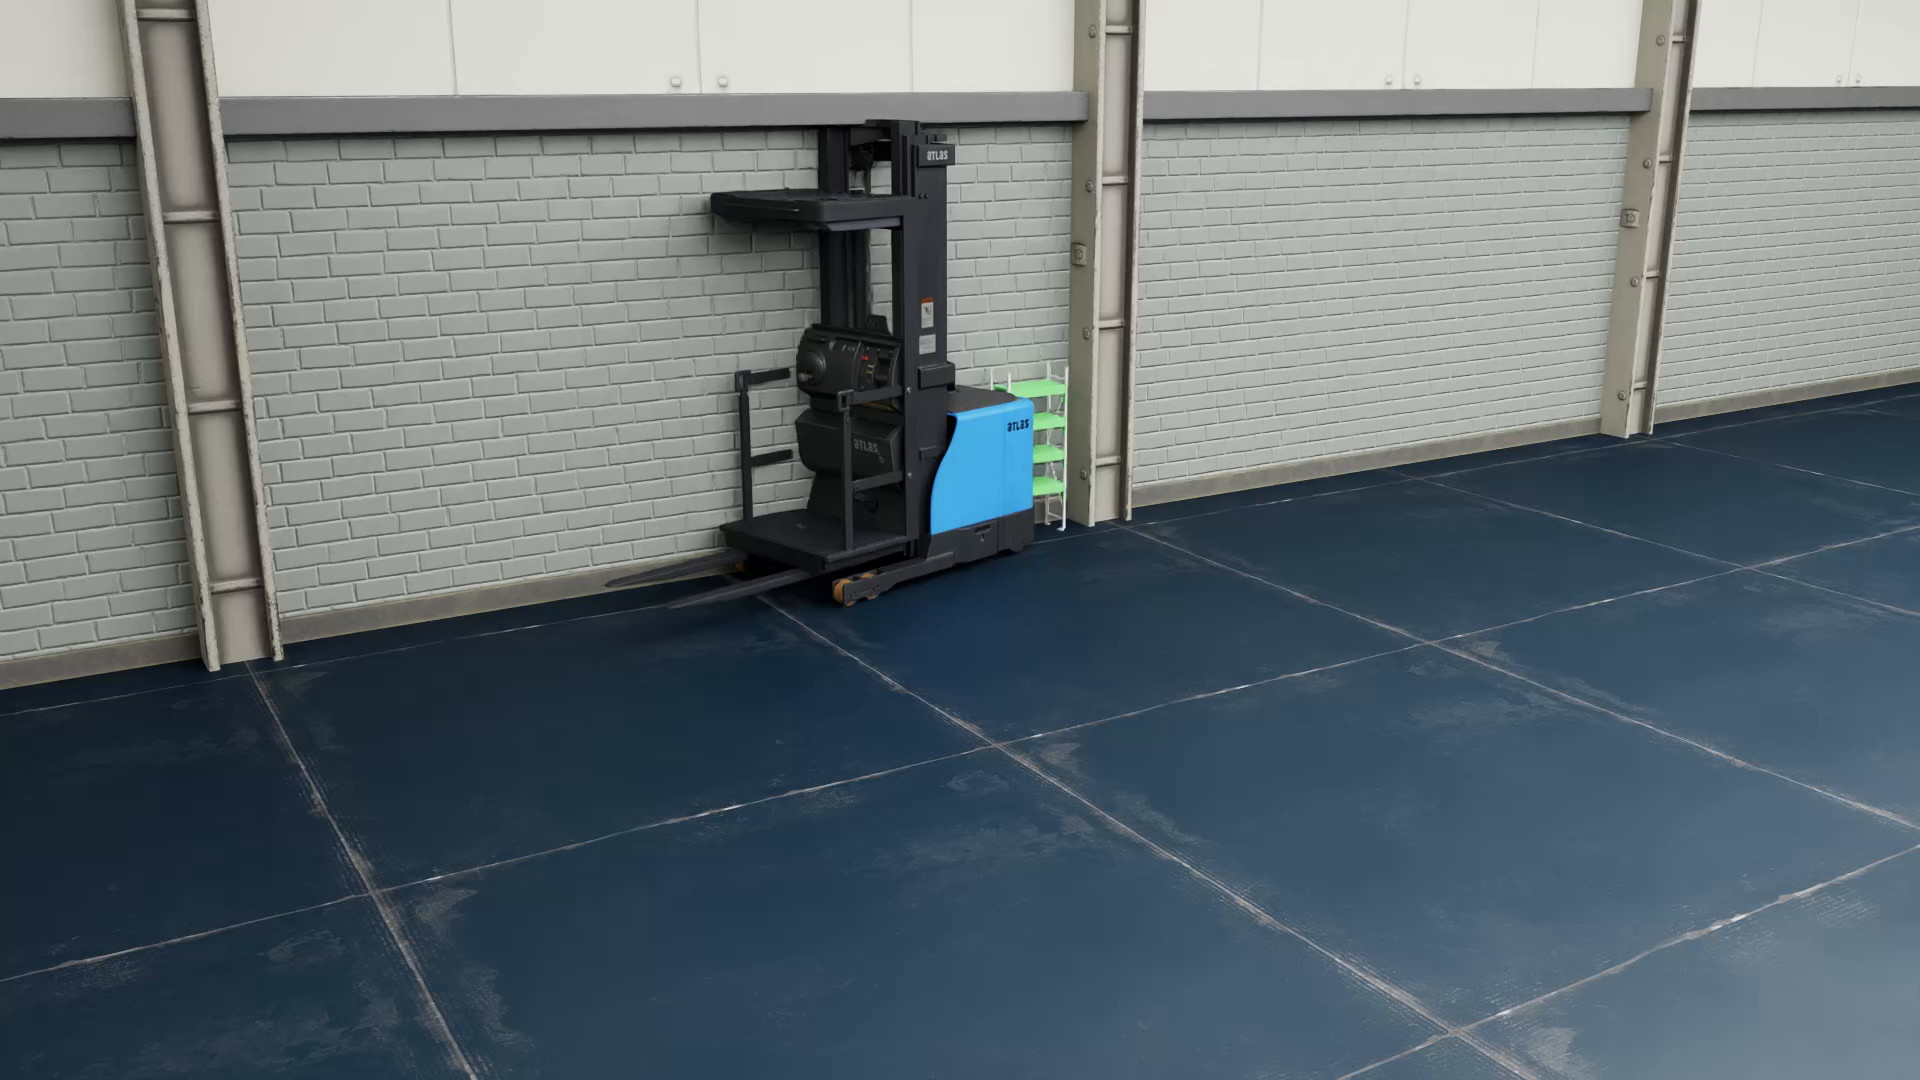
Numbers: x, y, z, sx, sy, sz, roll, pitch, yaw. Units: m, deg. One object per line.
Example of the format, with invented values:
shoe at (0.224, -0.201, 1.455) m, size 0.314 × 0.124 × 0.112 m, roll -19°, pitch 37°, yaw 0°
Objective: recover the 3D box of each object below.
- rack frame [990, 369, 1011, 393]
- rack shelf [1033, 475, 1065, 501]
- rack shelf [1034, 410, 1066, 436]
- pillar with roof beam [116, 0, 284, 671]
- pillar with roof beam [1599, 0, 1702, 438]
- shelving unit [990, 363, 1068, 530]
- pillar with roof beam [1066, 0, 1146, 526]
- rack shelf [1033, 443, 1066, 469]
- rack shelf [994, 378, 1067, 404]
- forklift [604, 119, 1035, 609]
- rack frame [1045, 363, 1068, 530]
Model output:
rack frame at (0.284, -0.608, 11.856) m, size 0.015 × 1.200 × 0.240 m, roll -9°, pitch 18°, yaw -30°
rack shelf at (0.492, -0.350, 12.061) m, size 0.480 × 0.148 × 0.258 m, roll -9°, pitch 18°, yaw -30°
rack shelf at (0.492, -0.812, 11.931) m, size 0.480 × 0.148 × 0.258 m, roll -9°, pitch 18°, yaw -30°
pillar with roof beam at (-1.887, -2.665, 4.744) m, size 0.400 × 9.000 × 9.100 m, roll -9°, pitch 18°, yaw -30°
pillar with roof beam at (8.400, -4.333, 10.695) m, size 0.400 × 9.000 × 9.100 m, roll -9°, pitch 18°, yaw -30°
shelving unit at (0.492, -0.642, 11.979) m, size 0.503 × 1.200 × 0.258 m, roll -9°, pitch 18°, yaw -30°
pillar with roof beam at (3.257, -3.499, 7.720) m, size 0.400 × 9.000 × 9.100 m, roll -9°, pitch 18°, yaw -30°
rack shelf at (0.492, -0.581, 11.996) m, size 0.480 × 0.148 × 0.258 m, roll -9°, pitch 18°, yaw -30°
rack shelf at (0.492, -1.043, 11.866) m, size 0.480 × 0.148 × 0.258 m, roll -9°, pitch 18°, yaw -30°
forklift at (-0.869, -1.154, 10.596) m, size 1.130 × 2.935 × 3.031 m, roll 15°, pitch 21°, yaw 42°
rack frame at (0.700, -0.677, 12.101) m, size 0.015 × 1.200 × 0.240 m, roll -9°, pitch 18°, yaw -30°
